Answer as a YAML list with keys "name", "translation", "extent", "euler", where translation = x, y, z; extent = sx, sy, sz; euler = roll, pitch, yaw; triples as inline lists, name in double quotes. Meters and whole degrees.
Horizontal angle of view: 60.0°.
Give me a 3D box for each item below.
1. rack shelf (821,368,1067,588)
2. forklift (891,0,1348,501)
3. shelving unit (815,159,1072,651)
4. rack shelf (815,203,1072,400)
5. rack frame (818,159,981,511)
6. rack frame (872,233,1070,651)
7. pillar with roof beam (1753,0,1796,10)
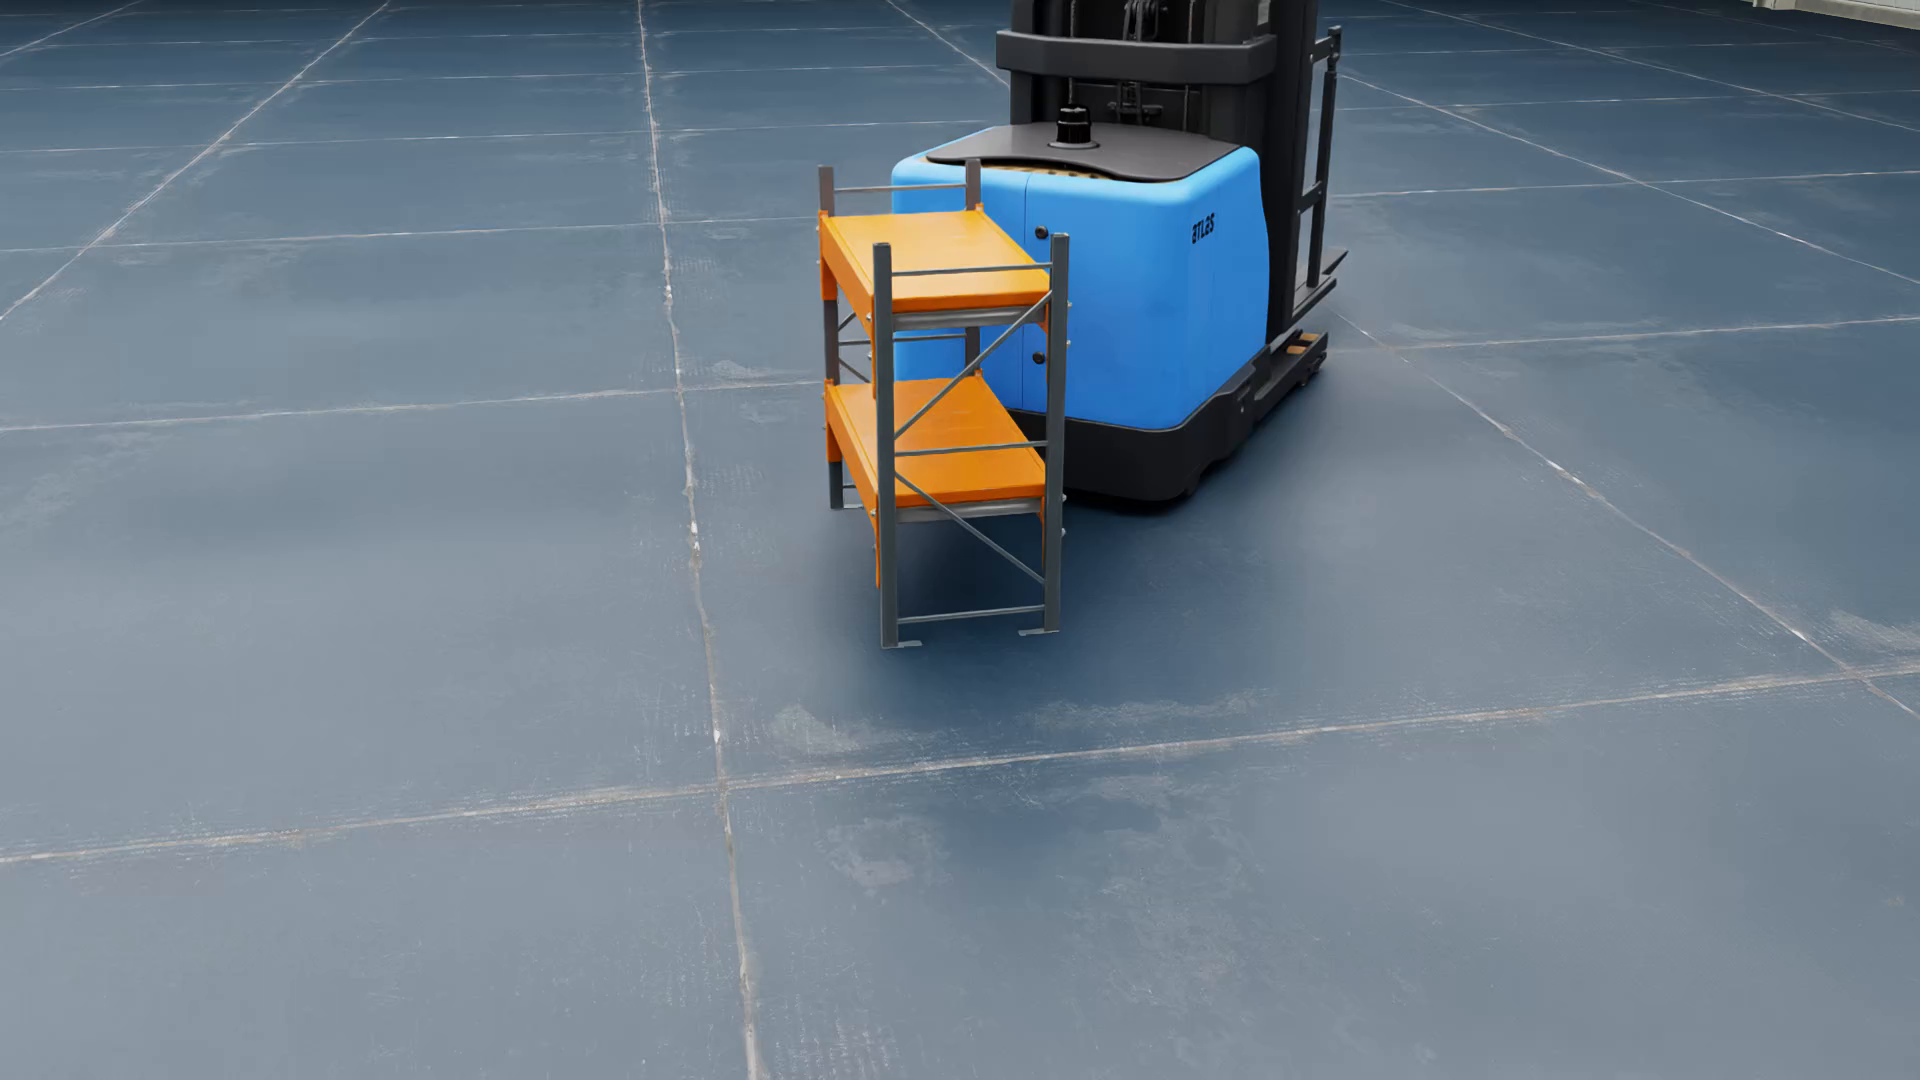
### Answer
- name: "rack shelf"
  translation: [-0.077, -0.213, 4.944]
  extent: [0.538, 0.278, 1.000]
  euler: [-5, 24, -11]
- name: "forklift"
  translation: [0.858, -2.024, 6.223]
  extent: [1.130, 2.935, 3.031]
  euler: [11, 26, 24]
- name: "shelving unit"
  translation: [-0.077, -0.437, 4.846]
  extent: [0.538, 1.125, 1.048]
  euler: [-5, 24, -11]
- name: "rack shelf"
  translation: [-0.077, -0.706, 4.729]
  extent: [0.538, 0.278, 1.000]
  euler: [-5, 24, -11]
- name: "rack frame"
  translation: [-0.183, -0.636, 5.301]
  extent: [0.500, 1.125, 0.032]
  euler: [-5, 24, -11]
- name: "rack frame"
  translation: [0.030, -0.238, 4.390]
  extent: [0.500, 1.125, 0.032]
  euler: [-5, 24, -11]
- name: "pillar with roof beam"
  translation: [5.395, -10.096, 17.123]
  extent: [9.100, 9.000, 0.400]
  euler: [-4, 24, -10]
